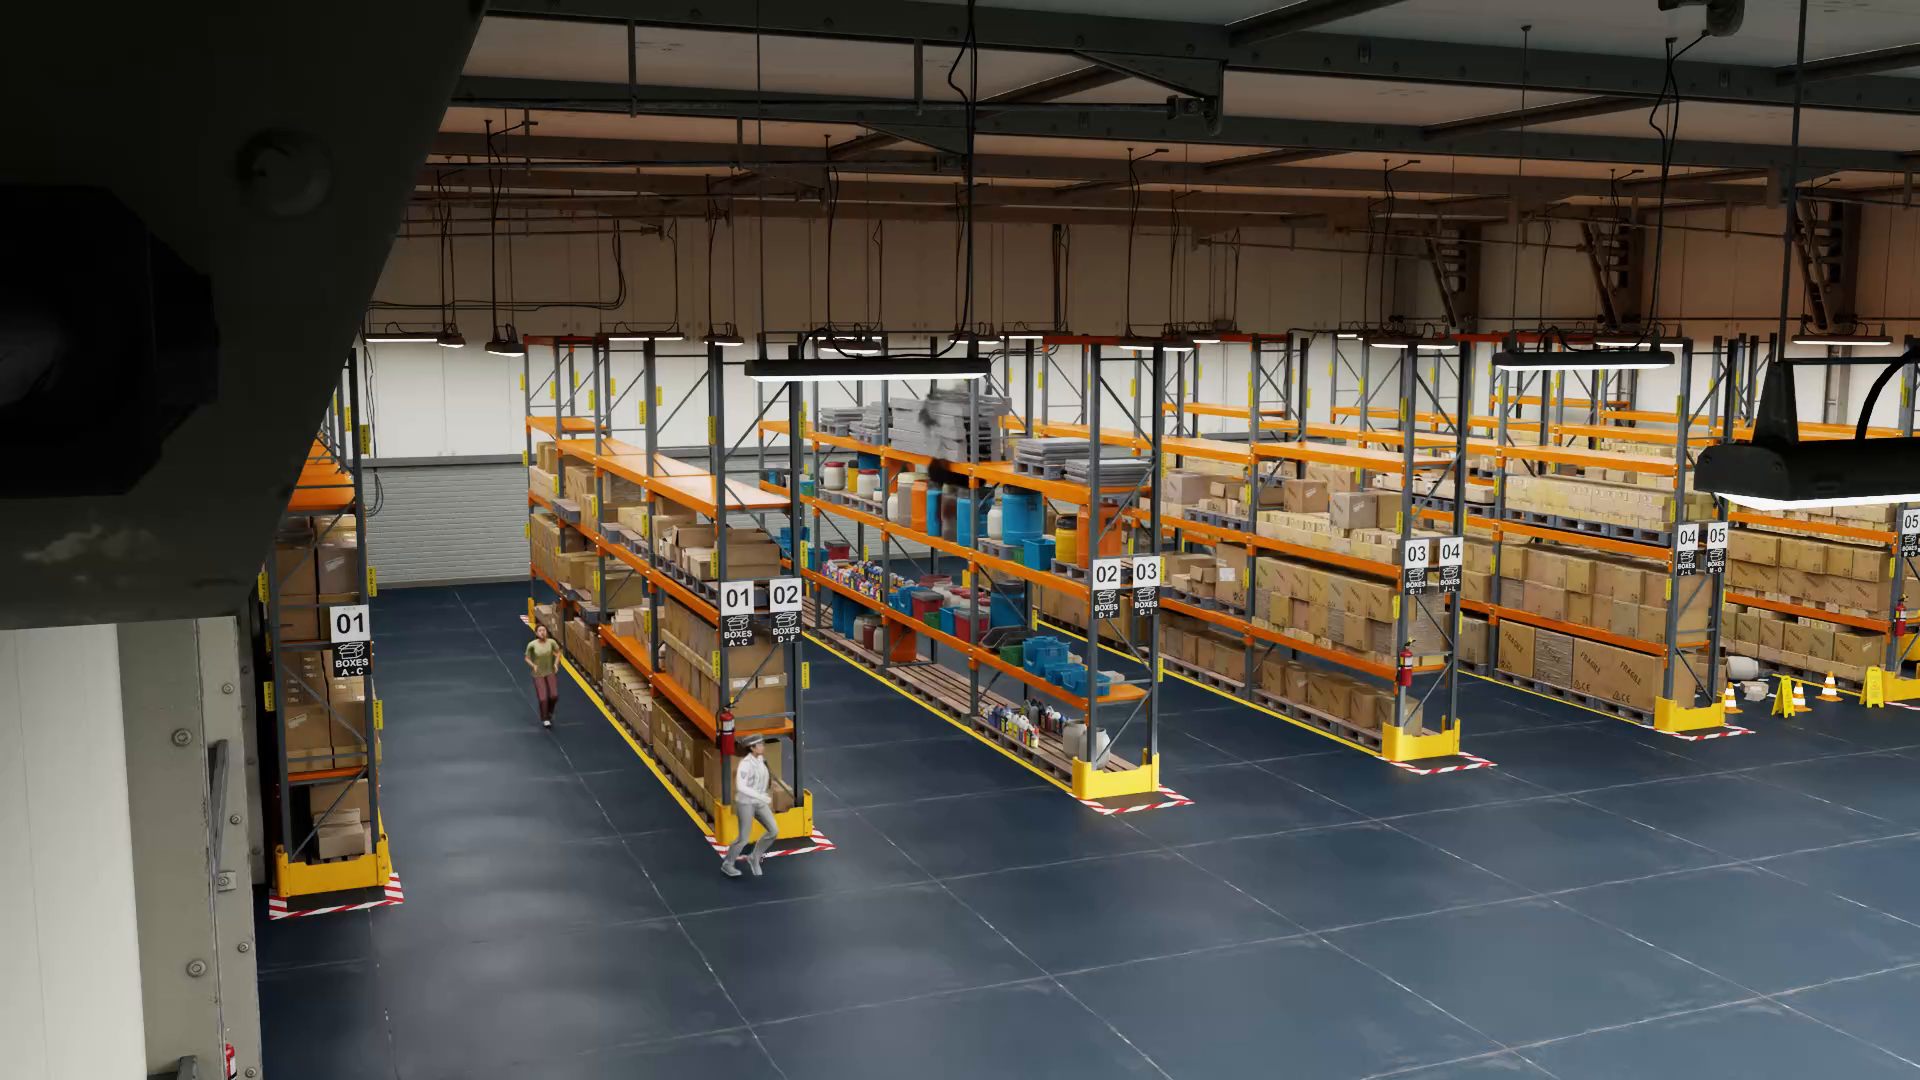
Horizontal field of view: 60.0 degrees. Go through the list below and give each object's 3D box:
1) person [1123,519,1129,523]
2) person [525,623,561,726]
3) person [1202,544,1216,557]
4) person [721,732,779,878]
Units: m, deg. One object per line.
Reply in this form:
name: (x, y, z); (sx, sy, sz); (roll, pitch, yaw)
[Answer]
person: (3.917, 0.273, 39.906); (0.558, 1.552, 0.547); (0, 8, 1)
person: (-6.442, 2.106, 25.778); (0.556, 1.605, 0.520); (-3, 8, -20)
person: (6.344, -0.179, 42.476); (0.733, 1.790, 0.627); (-5, 9, -31)
person: (-2.353, 3.008, 18.943); (0.628, 1.685, 0.667); (4, 8, 25)
